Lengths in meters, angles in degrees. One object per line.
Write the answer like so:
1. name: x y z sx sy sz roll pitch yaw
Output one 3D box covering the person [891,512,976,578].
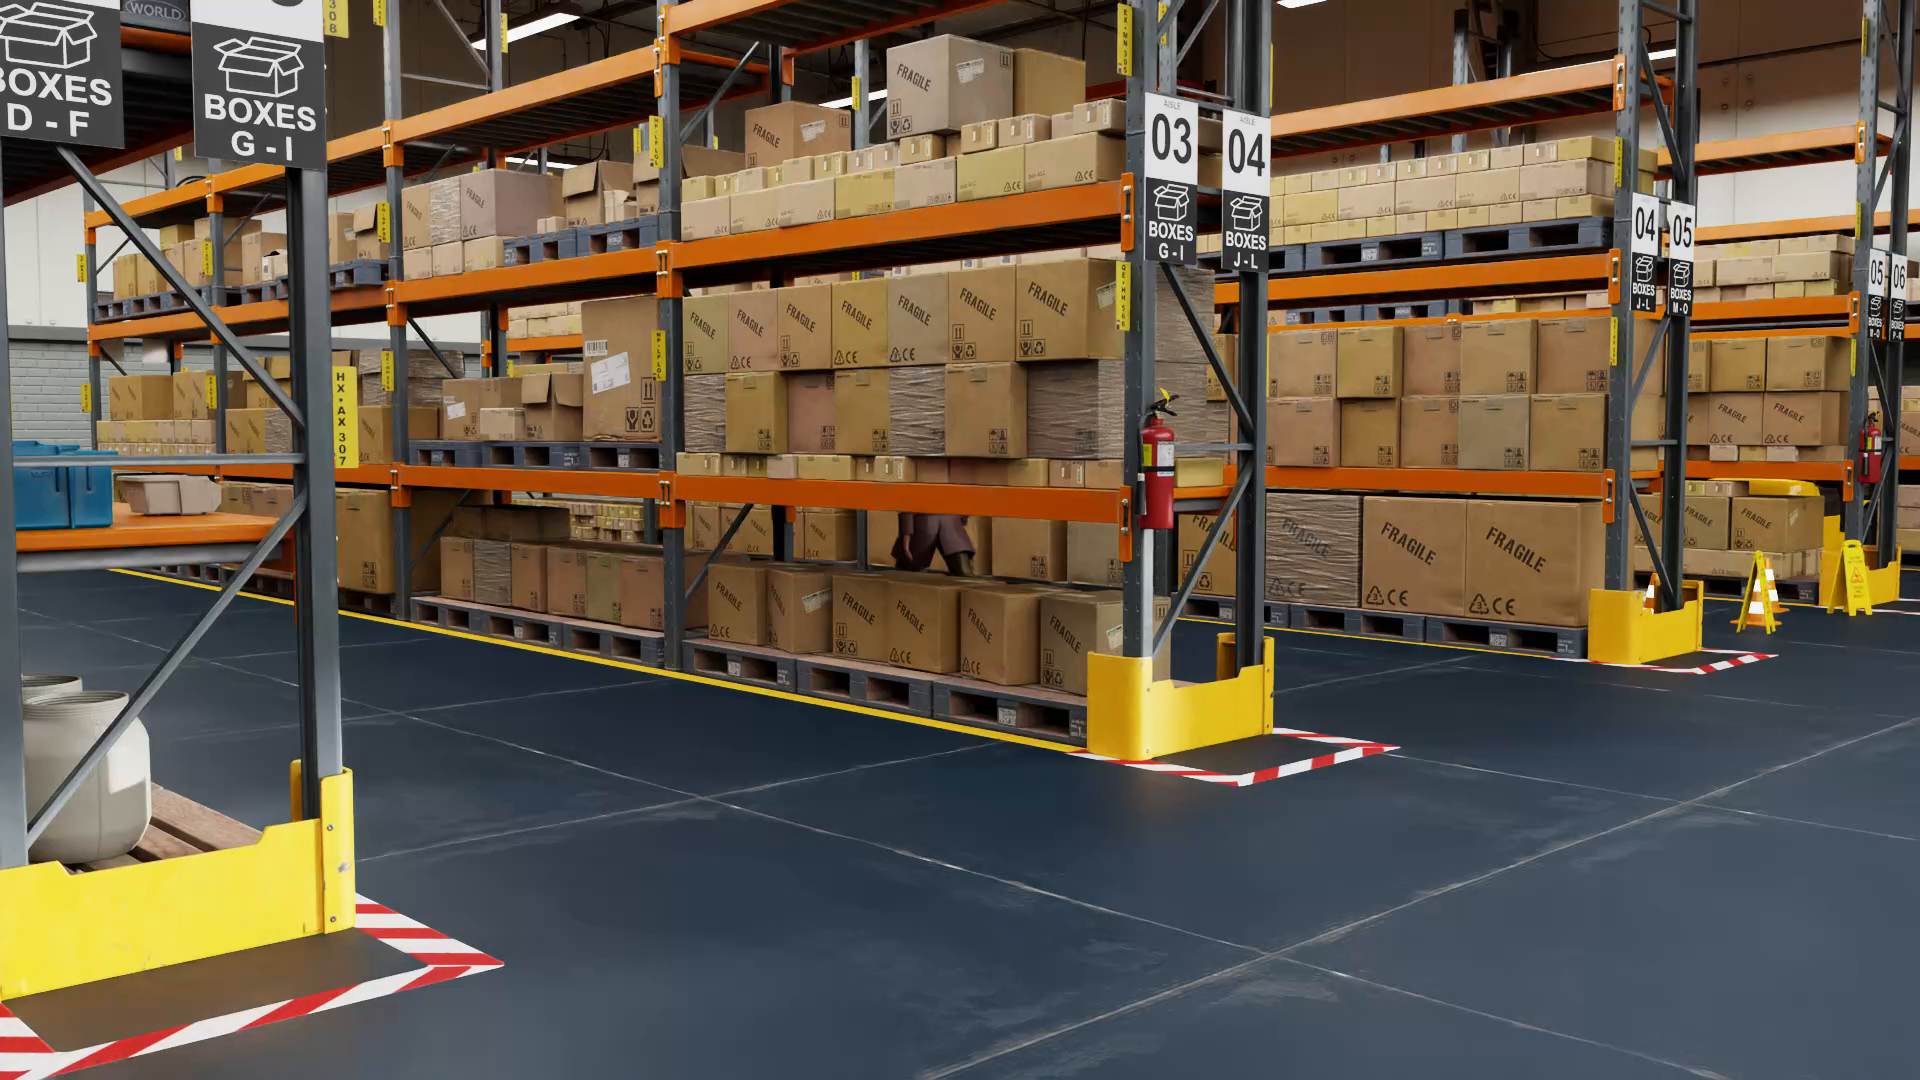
1. person: -0.131 0.025 11.992 0.702 1.537 1.087 -1 4 -21
